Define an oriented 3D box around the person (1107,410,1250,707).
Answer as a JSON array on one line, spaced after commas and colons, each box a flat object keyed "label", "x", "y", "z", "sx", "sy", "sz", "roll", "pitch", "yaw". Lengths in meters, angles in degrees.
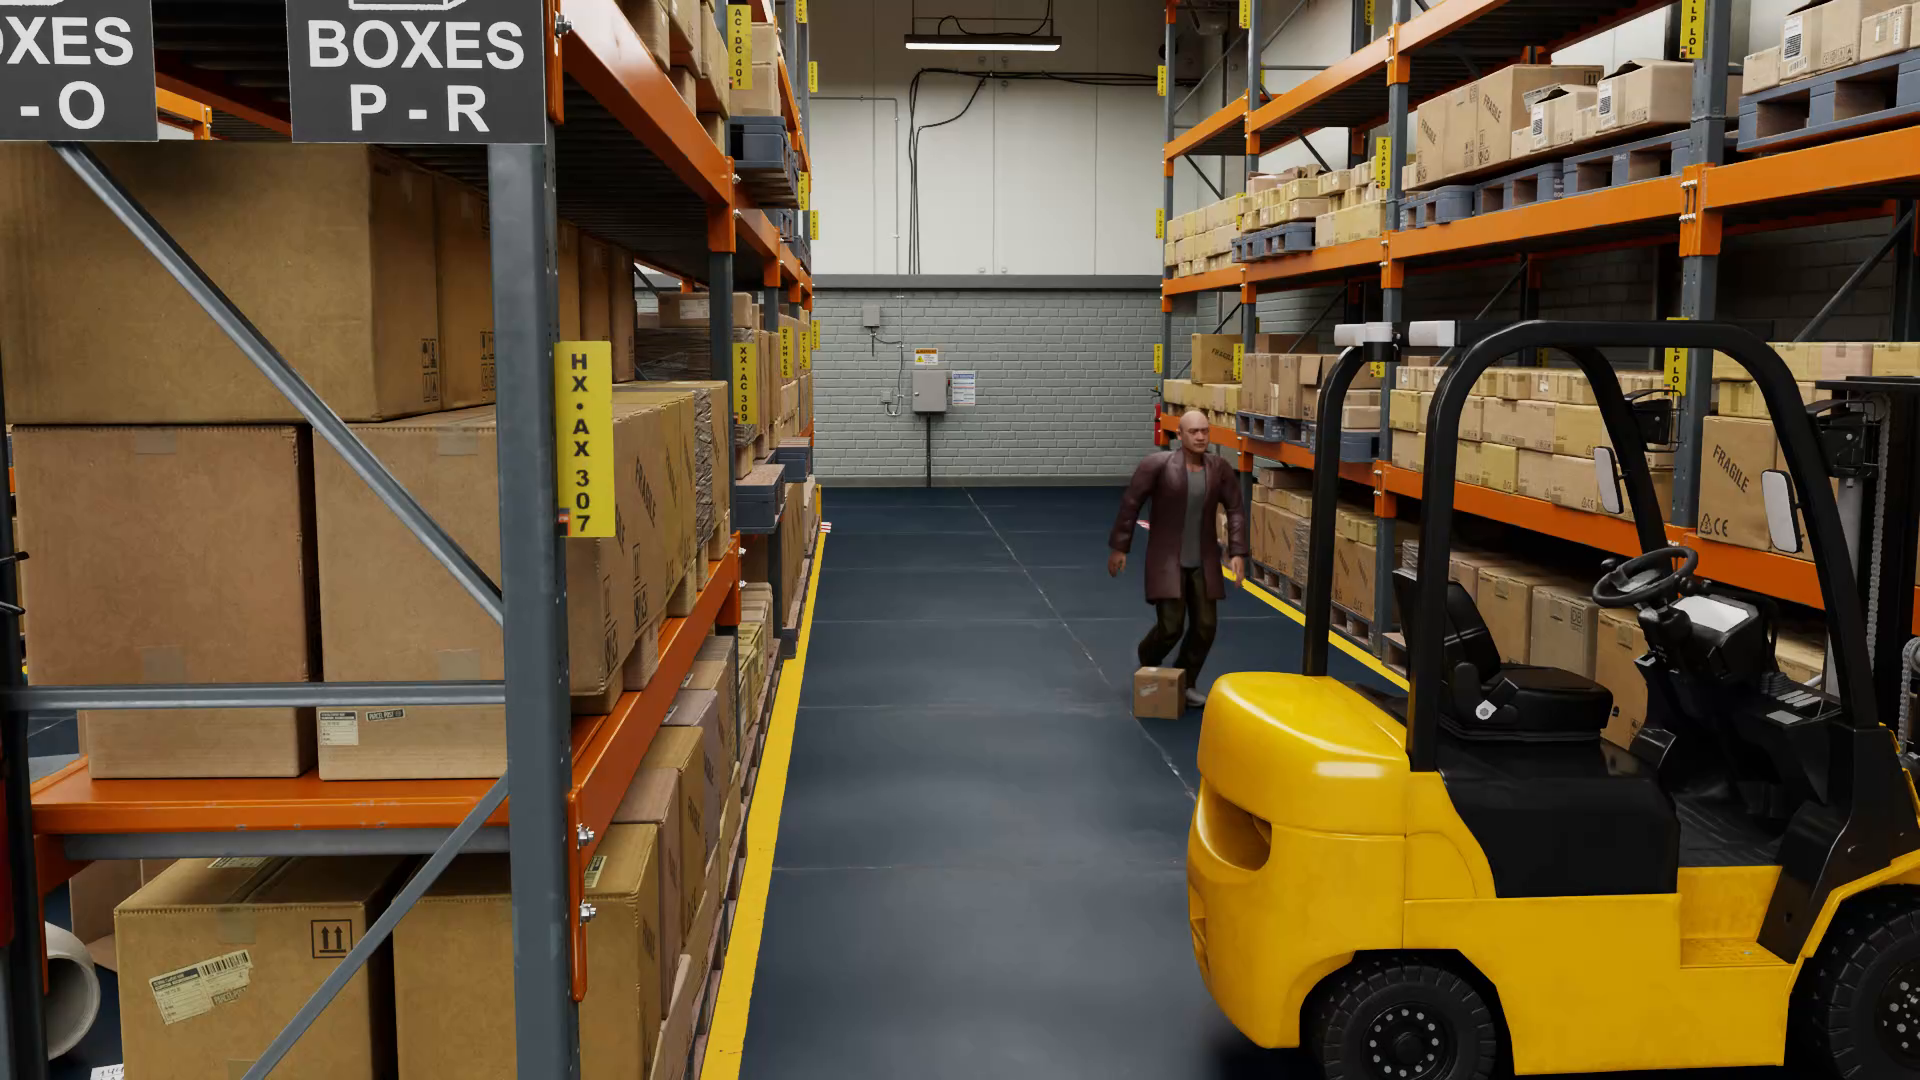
[{"label": "person", "x": 1.246, "y": 0.104, "z": 9.632, "sx": 0.776, "sy": 1.715, "sz": 0.615, "roll": -2, "pitch": 7, "yaw": -14}]
